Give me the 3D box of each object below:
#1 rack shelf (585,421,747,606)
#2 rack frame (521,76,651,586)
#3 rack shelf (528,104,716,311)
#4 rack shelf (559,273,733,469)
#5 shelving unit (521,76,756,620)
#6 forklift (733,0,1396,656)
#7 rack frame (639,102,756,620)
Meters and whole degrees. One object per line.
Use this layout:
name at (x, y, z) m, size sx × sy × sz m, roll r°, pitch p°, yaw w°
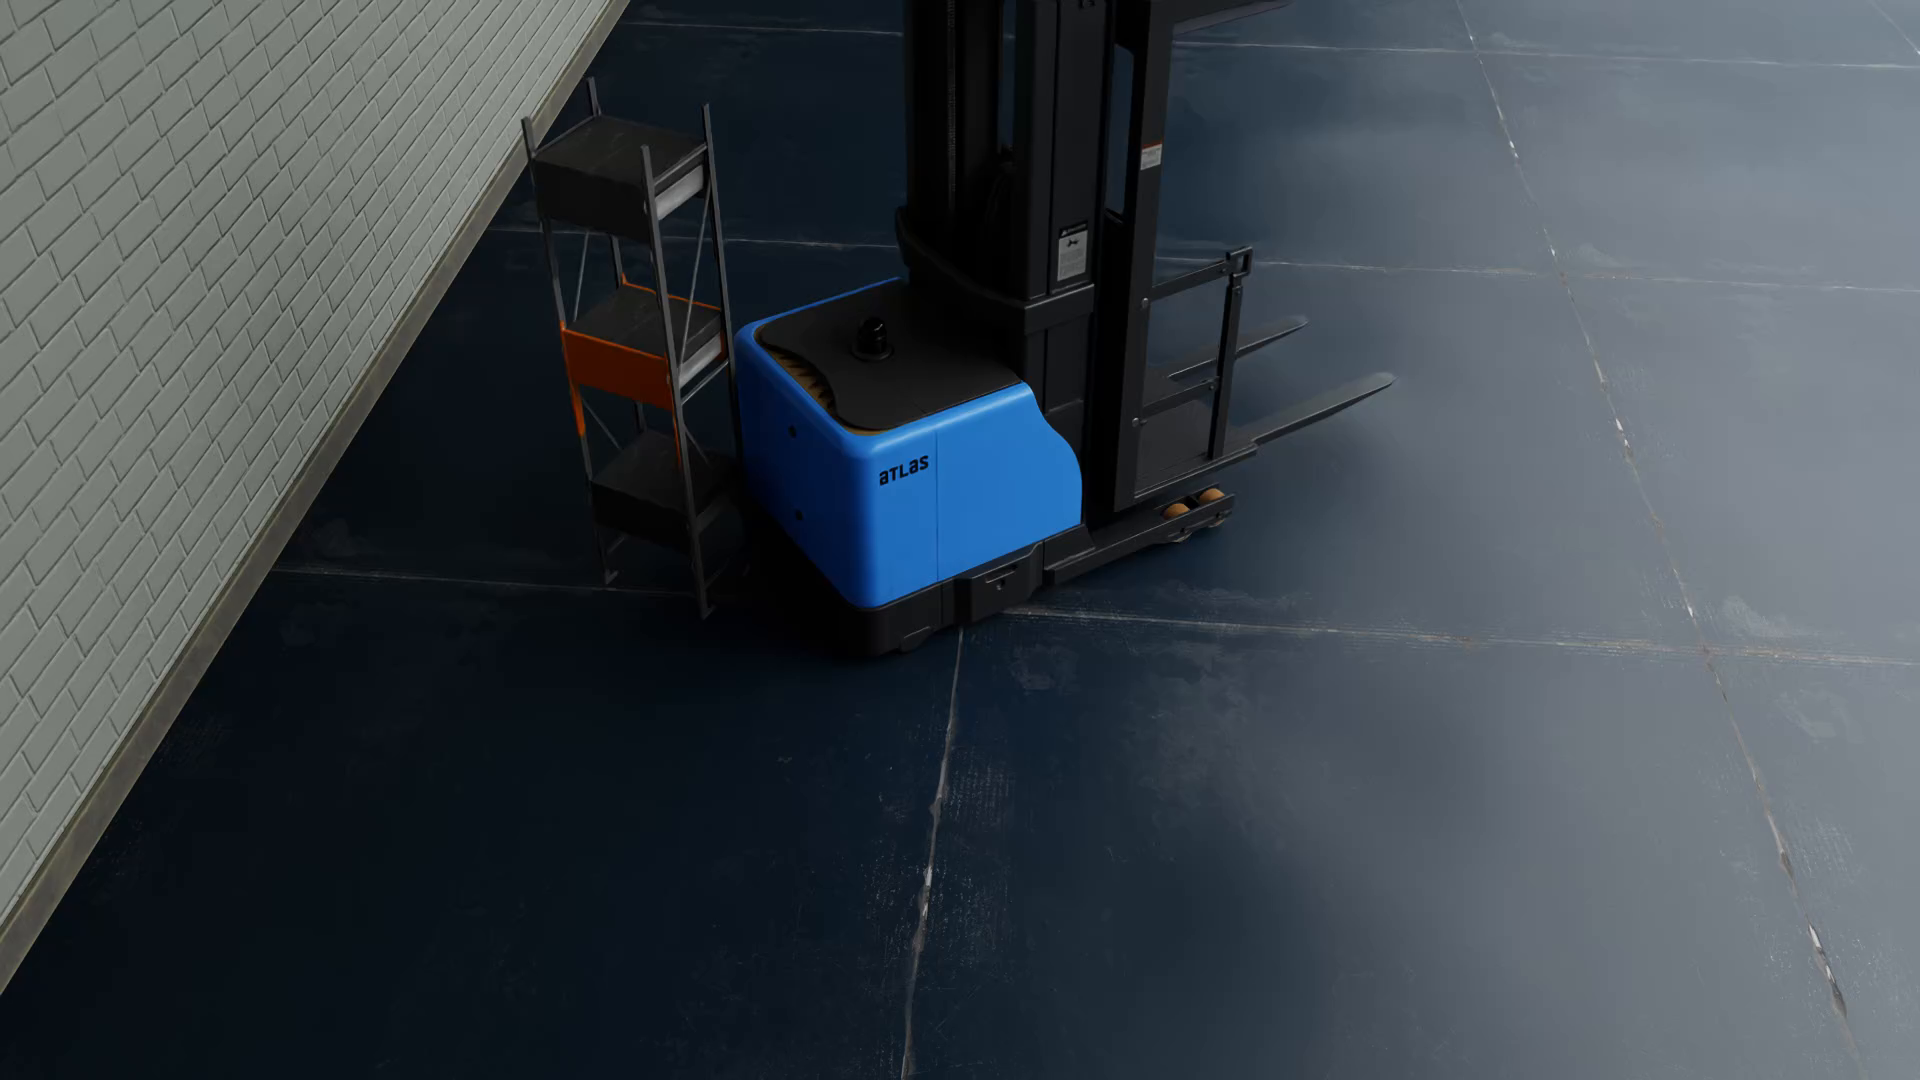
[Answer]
rack shelf at (-1.189, -0.113, 6.856) m, size 0.480 × 0.518 × 0.431 m, roll 17°, pitch 42°, yaw 20°
rack frame at (-1.408, -0.735, 6.490) m, size 0.015 × 2.100 × 0.400 m, roll 17°, pitch 42°, yaw 20°
rack shelf at (-1.189, -1.199, 5.973) m, size 0.480 × 0.518 × 0.431 m, roll 17°, pitch 42°, yaw 20°
rack shelf at (-1.189, -0.656, 6.415) m, size 0.480 × 0.518 × 0.431 m, roll 17°, pitch 42°, yaw 20°
shelving unit at (-1.189, -0.667, 6.406) m, size 0.503 × 2.100 × 0.431 m, roll 17°, pitch 42°, yaw 20°
forklift at (0.603, -1.389, 6.634) m, size 3.031 × 2.935 × 1.130 m, roll -22°, pitch 44°, yaw -25°
rack frame at (-0.971, -0.598, 6.322) m, size 0.015 × 2.100 × 0.400 m, roll 17°, pitch 42°, yaw 20°
